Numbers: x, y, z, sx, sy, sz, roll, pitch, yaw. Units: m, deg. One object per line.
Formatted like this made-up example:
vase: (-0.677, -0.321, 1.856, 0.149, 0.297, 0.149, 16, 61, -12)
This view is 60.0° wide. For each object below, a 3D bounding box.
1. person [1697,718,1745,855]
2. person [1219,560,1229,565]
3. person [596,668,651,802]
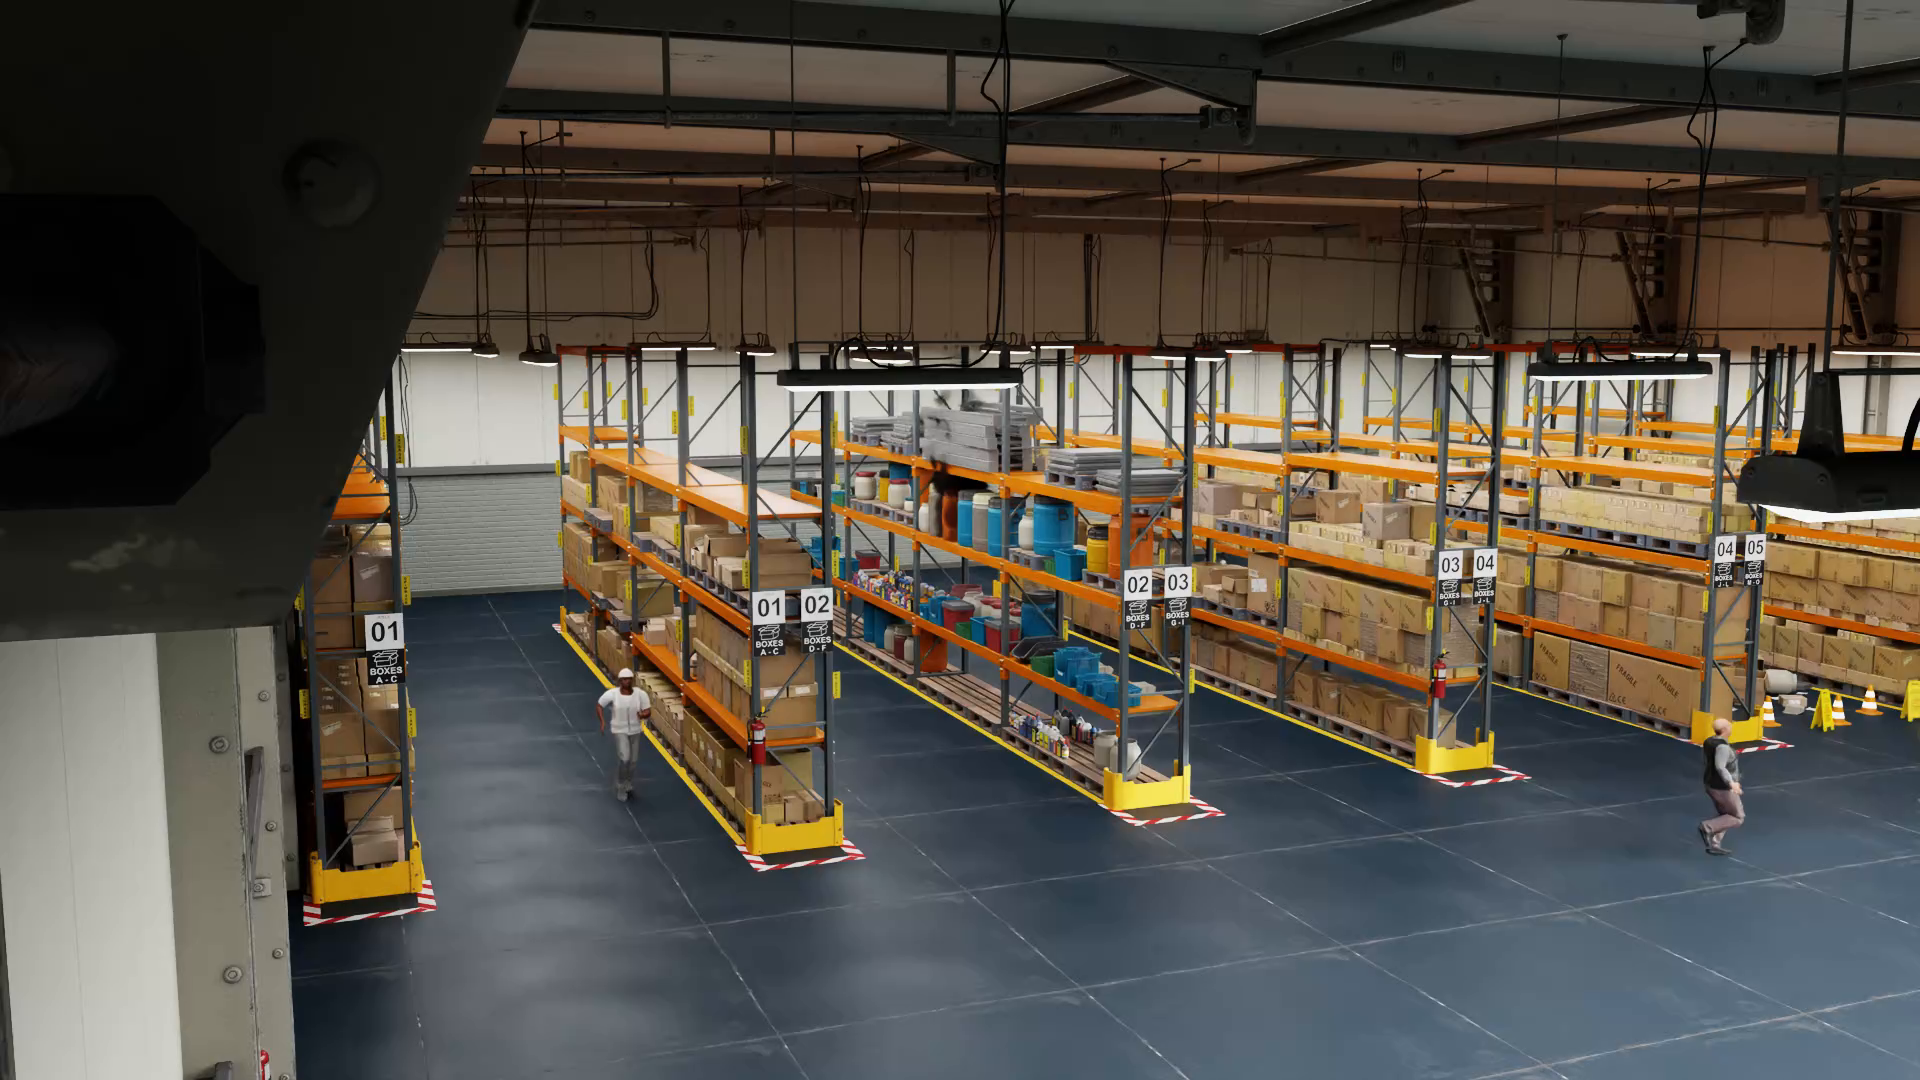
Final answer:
person: (9.156, 2.971, 20.016, 0.582, 1.677, 0.669, 0, 7, 2)
person: (5.327, 1.230, 33.885, 0.607, 1.667, 0.841, -4, 8, -29)
person: (-4.494, 2.621, 22.429, 0.671, 1.798, 0.728, -4, 8, -28)
